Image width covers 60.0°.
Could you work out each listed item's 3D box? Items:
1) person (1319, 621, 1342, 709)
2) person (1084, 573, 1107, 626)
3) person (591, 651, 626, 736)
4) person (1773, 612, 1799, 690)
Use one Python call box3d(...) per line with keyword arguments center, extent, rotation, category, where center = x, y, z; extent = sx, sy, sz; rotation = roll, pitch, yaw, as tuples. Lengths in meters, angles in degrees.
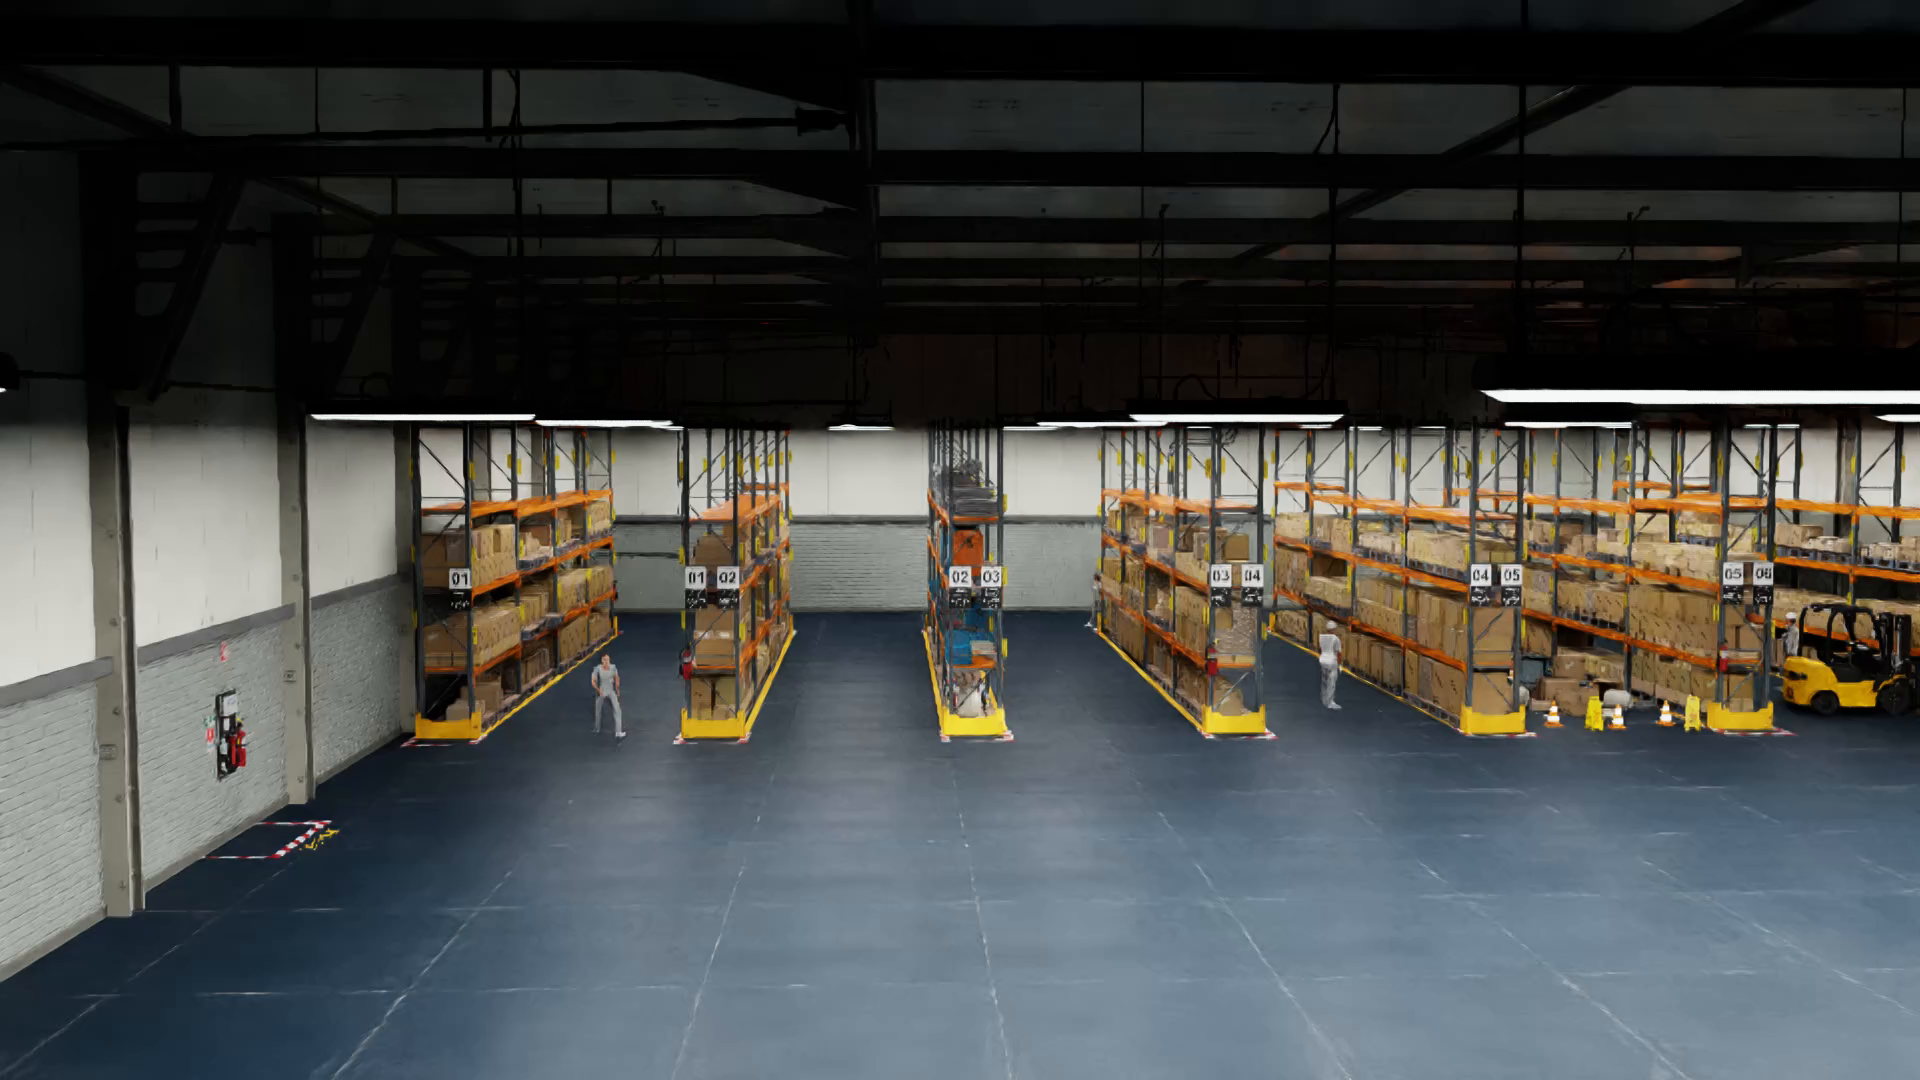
box3d(center=(7.698, 2.566, 34.454), extent=(0.475, 1.783, 0.637), rotation=(-2, 4, -32), category="person")
box3d(center=(4.019, 1.748, 48.681), extent=(0.642, 1.571, 0.515), rotation=(-3, 5, -41), category="person")
box3d(center=(-6.644, 2.871, 31.245), extent=(0.609, 1.601, 0.817), rotation=(-1, 4, -20), category="person")
box3d(center=(18.118, 2.452, 36.348), extent=(0.572, 1.769, 0.618), rotation=(2, 4, 25), category="person")
